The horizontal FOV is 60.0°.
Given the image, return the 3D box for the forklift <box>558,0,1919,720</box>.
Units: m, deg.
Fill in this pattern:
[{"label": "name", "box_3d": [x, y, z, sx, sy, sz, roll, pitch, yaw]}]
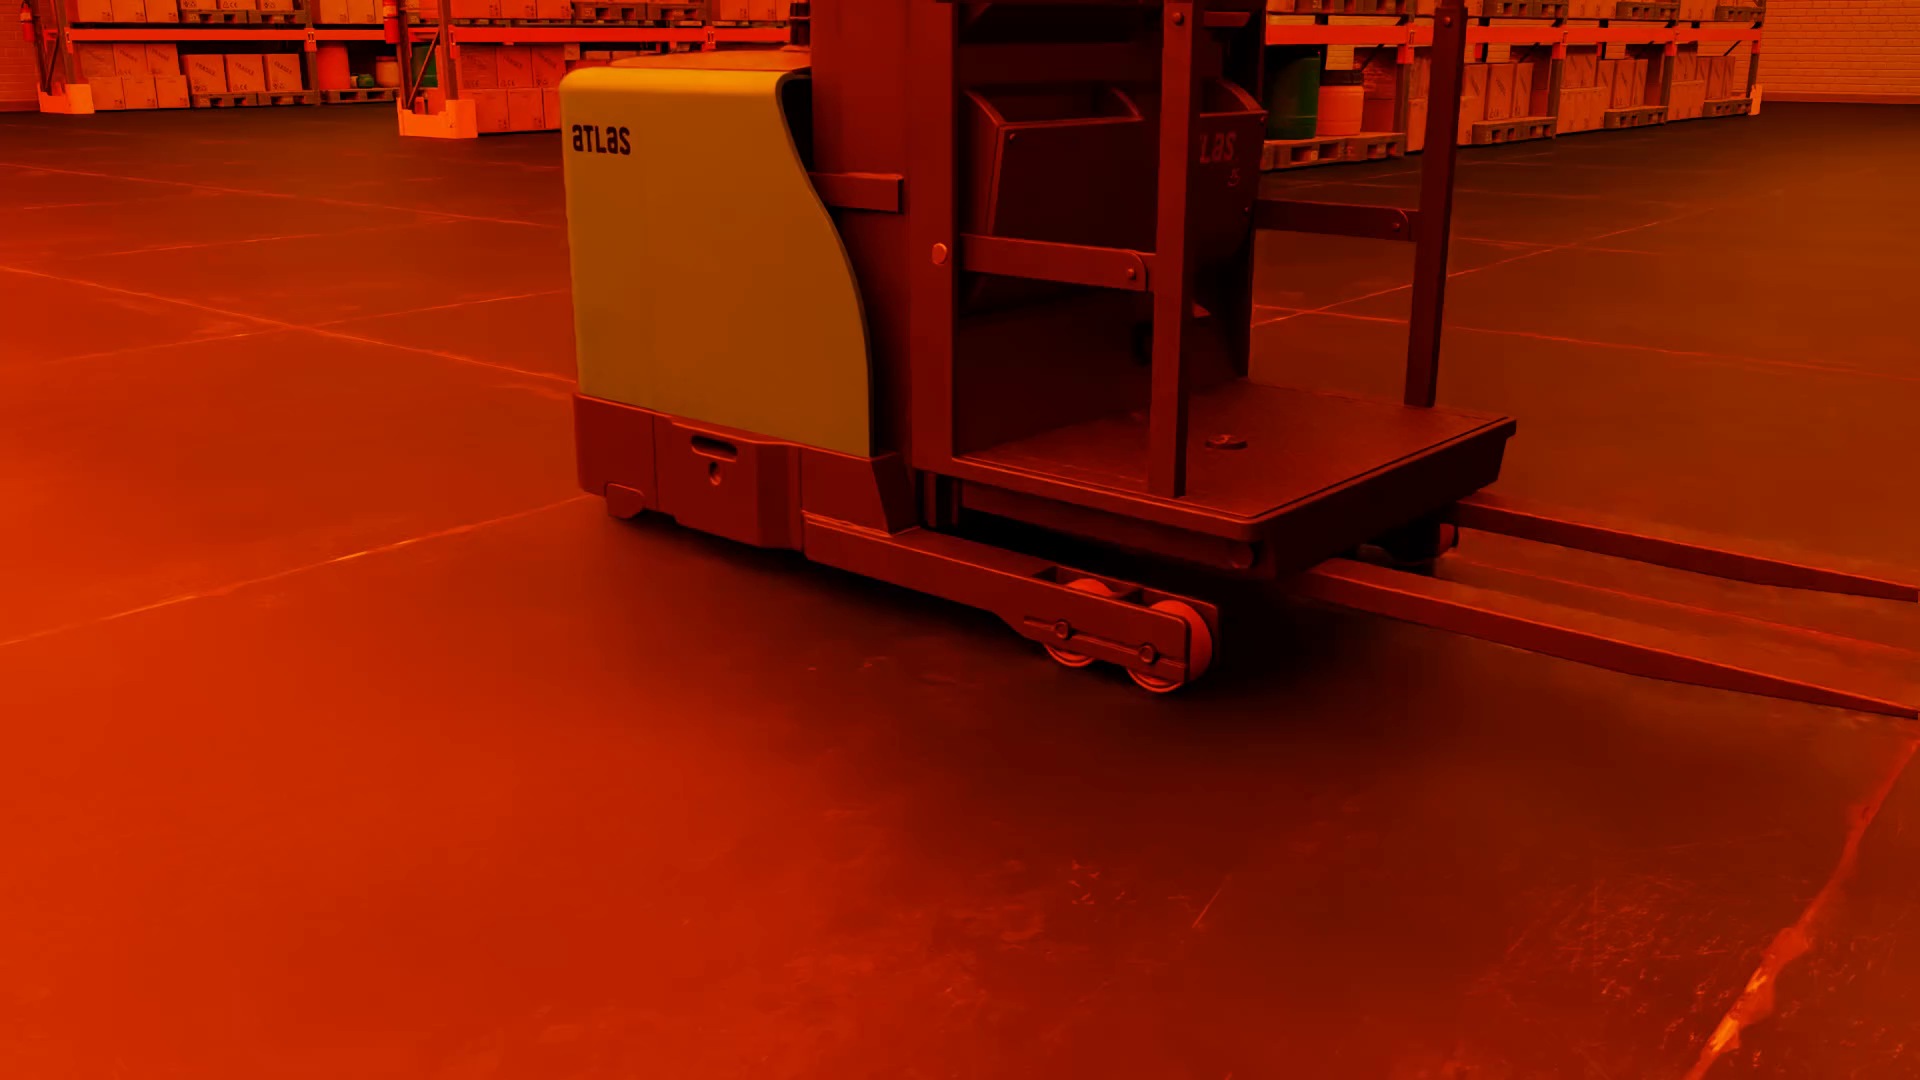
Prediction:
[{"label": "forklift", "box_3d": [0.492, -1.297, 3.169, 3.031, 2.935, 1.130, 14, 22, 39]}]
